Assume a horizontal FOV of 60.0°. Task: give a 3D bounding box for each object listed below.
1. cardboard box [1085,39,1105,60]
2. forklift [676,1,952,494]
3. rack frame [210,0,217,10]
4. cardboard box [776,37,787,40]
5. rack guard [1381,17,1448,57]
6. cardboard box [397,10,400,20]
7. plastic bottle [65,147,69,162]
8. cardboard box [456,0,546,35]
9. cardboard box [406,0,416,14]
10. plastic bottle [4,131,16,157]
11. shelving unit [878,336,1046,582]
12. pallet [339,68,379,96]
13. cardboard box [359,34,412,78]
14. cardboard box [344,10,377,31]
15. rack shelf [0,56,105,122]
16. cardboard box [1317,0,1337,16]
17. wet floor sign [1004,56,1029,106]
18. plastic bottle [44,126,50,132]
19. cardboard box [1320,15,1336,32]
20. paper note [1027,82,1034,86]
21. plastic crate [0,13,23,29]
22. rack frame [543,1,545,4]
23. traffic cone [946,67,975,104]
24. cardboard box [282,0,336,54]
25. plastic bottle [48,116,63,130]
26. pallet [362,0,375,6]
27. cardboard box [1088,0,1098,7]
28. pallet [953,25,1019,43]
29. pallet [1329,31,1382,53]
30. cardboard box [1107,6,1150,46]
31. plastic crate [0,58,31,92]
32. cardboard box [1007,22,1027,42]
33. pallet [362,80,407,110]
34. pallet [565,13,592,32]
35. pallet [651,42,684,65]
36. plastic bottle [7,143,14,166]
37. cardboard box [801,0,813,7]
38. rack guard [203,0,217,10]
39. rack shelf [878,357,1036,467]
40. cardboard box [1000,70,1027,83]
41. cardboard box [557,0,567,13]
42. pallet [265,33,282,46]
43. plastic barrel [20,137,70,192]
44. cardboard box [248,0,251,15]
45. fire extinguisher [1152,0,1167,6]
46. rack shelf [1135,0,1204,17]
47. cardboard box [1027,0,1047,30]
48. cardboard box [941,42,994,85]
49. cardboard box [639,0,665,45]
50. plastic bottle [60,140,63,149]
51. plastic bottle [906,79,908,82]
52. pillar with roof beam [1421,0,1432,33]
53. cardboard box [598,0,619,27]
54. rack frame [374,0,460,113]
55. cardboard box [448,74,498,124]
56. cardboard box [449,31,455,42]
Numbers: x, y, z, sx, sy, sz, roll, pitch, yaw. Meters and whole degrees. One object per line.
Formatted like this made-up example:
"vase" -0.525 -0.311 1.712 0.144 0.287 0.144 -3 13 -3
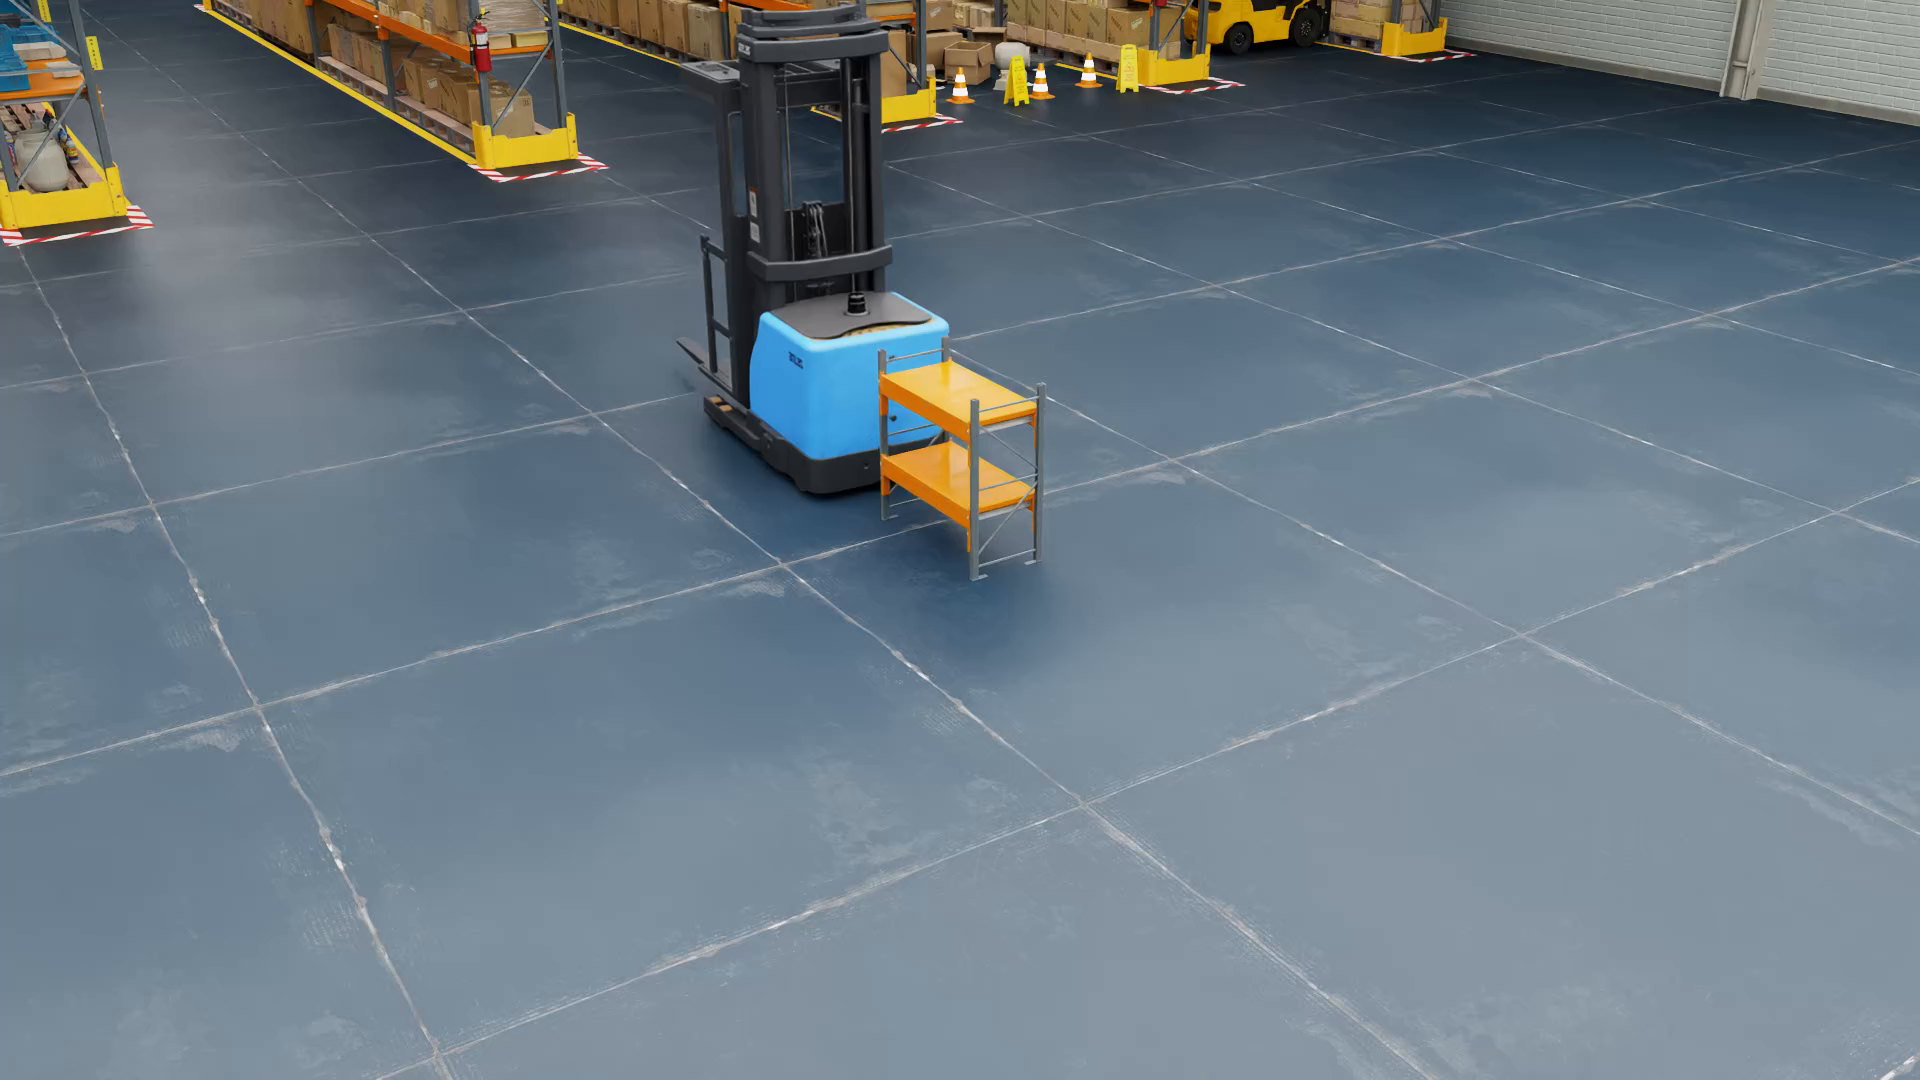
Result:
"cardboard box" 2.257 -7.512 25.379 0.500 0.250 0.500 -15 29 -29
"forklift" -1.209 -2.213 11.505 1.130 2.935 3.031 -13 28 -26
"rack frame" -13.838 -11.566 31.236 1.000 3.000 0.127 -16 29 -30
"cardboard box" -2.296 -7.060 23.688 0.875 0.875 0.875 -15 29 -29
"rack guard" 7.370 -8.171 26.974 1.175 0.500 0.348 -16 29 -30
"cardboard box" -6.992 -6.750 21.330 0.380 0.149 0.250 -16 29 -30
"plastic bottle" -10.038 -4.380 18.778 0.097 0.201 0.097 0 25 0
"cardboard box" -5.380 -6.226 19.459 0.875 0.500 0.500 -16 29 -30
"cardboard box" -6.492 -6.935 20.962 0.875 0.500 0.500 -16 29 -30
"plastic bottle" -10.898 -4.525 18.997 0.152 0.276 0.135 -16 29 -30
"shelving unit" -0.004 -0.511 10.015 0.538 1.125 1.048 -16 29 -30
"pallet" -8.383 -6.727 24.254 1.003 0.211 1.213 -16 29 -30
"cardboard box" -8.154 -6.942 23.854 0.700 0.500 0.500 -18 31 -34
"cardboard box" -8.781 -7.692 24.564 0.500 0.250 0.500 -12 28 -24
"rack shelf" -10.345 -5.079 18.337 1.077 0.370 4.000 -16 29 -30
"cardboard box" 6.265 -8.946 27.830 0.500 0.250 0.500 -16 30 -31
"wet floor sign" 0.782 -6.349 22.943 0.267 0.644 0.232 -22 33 -38
"plastic bottle" -10.566 -4.658 19.271 0.061 0.283 0.133 -16 29 -30
"cardboard box" 6.306 -8.712 27.921 0.500 0.250 0.500 -15 29 -29
"paper note" 1.016 -6.684 24.373 0.142 0.019 0.148 18 31 33
"plastic crate" -11.257 -5.874 19.253 0.767 0.338 0.504 -16 29 -30
"rack frame" -7.443 -11.255 30.577 1.000 3.000 0.127 -16 29 -30
"traffic cone" 0.008 -6.336 23.130 0.336 0.463 0.334 -16 29 -30
"cardboard box" -9.830 -8.185 26.072 1.225 0.875 0.875 -17 30 -32
"plastic bottle" -10.563 -4.773 19.435 0.144 0.351 0.185 -16 29 -30
"pallet" -7.582 -7.494 22.836 1.003 0.211 1.213 -16 29 -30
"cardboard box" 2.153 -8.163 25.119 0.380 0.149 0.250 -15 29 -29
"pallet" 0.590 -8.600 28.220 1.003 0.211 1.213 -16 29 -30
"pallet" 6.904 -8.313 27.612 1.003 0.211 1.213 -16 29 -30
"cardboard box" 2.544 -7.664 24.821 0.500 0.500 0.500 -15 29 -29
"plastic crate" -9.777 -4.731 16.931 0.499 0.251 0.616 -16 29 -30
"cardboard box" 1.112 -8.256 26.953 0.500 0.250 0.500 -17 30 -32
"pallet" -7.713 -6.291 23.328 1.003 0.211 1.213 -16 29 -30
"pallet" -6.347 -9.279 29.658 1.003 0.211 1.213 -16 29 -30
"pallet" -4.230 -7.827 26.584 1.003 0.211 1.213 -16 29 -30
"plastic bottle" -10.649 -4.335 18.587 0.061 0.283 0.133 -16 29 -30
"cardboard box" -1.652 -7.574 22.604 0.875 0.550 0.550 -16 29 -30
"rack guard" -13.851 -10.444 31.788 1.175 0.500 0.348 -16 29 -30
"rack shelf" -0.004 -0.776 9.890 0.538 0.278 1.000 -16 29 -30
"cardboard box" 0.792 -6.861 24.609 0.380 0.149 0.250 -1 25 -3
"cardboard box" -6.972 -9.799 29.930 0.500 0.500 0.500 -14 29 -27
"pallet" -11.170 -8.616 28.253 1.003 0.211 1.213 -16 29 -30
"plastic barrel" -9.676 -3.971 17.570 0.421 0.512 0.421 0 25 0
"cardboard box" -11.947 -9.619 29.109 0.875 0.875 0.875 -16 29 -30
"fire extinguisher" 2.876 -7.969 23.708 0.296 0.674 0.183 -16 29 -30
"rack shelf" 2.108 -8.542 25.674 1.077 0.370 4.000 -16 29 -30
"cardboard box" 1.414 -8.406 26.393 0.500 0.500 0.500 -14 29 -28
"cardboard box" 0.120 -7.062 24.619 0.637 0.503 0.797 7 26 15
"cardboard box" -4.522 -8.446 26.771 1.050 0.750 0.750 -15 29 -29
"plastic bottle" -10.277 -4.537 19.110 0.097 0.201 0.097 0 25 0
"plastic bottle" -0.901 -6.752 24.481 0.133 0.061 0.283 18 31 33
"pillar with roof beam" 4.125 -11.479 24.025 9.100 9.000 0.400 -16 29 -30
"cardboard box" -5.838 -9.058 28.360 0.500 0.500 0.500 -16 29 -30
"rack frame" -7.287 -7.274 22.144 1.000 3.000 0.127 -16 29 -30
"cardboard box" -6.111 -5.564 20.958 0.500 0.500 0.500 -13 28 -25
"cardboard box" -5.871 -6.043 19.832 0.380 0.149 0.250 -16 29 -30
